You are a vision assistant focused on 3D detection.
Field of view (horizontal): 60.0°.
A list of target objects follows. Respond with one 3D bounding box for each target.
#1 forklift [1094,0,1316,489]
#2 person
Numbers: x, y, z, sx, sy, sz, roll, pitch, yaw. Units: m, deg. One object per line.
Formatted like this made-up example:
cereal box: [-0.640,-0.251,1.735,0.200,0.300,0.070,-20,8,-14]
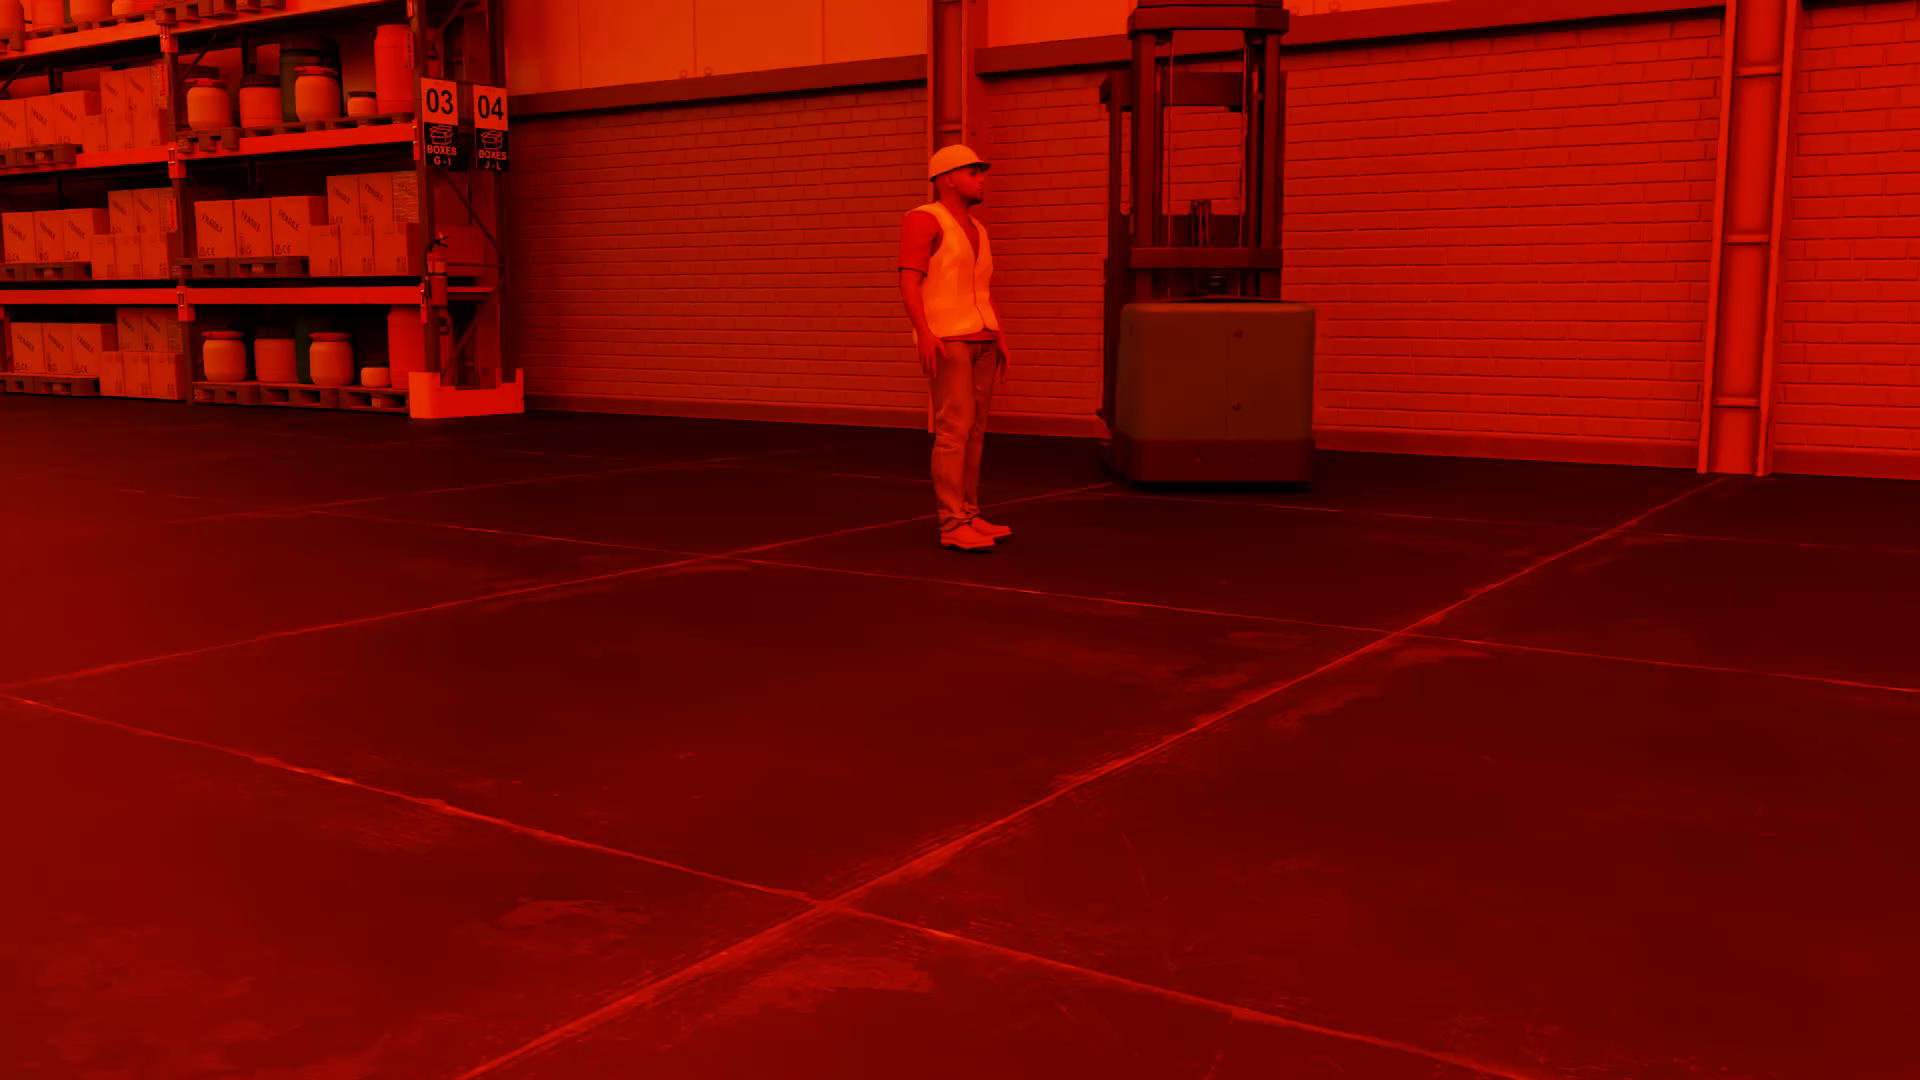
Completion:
forklift: [1.474,-1.923,10.716,1.130,2.935,3.031,0,8,-1]
person: [0.054,-0.875,7.435,0.577,1.765,0.665,5,10,34]
